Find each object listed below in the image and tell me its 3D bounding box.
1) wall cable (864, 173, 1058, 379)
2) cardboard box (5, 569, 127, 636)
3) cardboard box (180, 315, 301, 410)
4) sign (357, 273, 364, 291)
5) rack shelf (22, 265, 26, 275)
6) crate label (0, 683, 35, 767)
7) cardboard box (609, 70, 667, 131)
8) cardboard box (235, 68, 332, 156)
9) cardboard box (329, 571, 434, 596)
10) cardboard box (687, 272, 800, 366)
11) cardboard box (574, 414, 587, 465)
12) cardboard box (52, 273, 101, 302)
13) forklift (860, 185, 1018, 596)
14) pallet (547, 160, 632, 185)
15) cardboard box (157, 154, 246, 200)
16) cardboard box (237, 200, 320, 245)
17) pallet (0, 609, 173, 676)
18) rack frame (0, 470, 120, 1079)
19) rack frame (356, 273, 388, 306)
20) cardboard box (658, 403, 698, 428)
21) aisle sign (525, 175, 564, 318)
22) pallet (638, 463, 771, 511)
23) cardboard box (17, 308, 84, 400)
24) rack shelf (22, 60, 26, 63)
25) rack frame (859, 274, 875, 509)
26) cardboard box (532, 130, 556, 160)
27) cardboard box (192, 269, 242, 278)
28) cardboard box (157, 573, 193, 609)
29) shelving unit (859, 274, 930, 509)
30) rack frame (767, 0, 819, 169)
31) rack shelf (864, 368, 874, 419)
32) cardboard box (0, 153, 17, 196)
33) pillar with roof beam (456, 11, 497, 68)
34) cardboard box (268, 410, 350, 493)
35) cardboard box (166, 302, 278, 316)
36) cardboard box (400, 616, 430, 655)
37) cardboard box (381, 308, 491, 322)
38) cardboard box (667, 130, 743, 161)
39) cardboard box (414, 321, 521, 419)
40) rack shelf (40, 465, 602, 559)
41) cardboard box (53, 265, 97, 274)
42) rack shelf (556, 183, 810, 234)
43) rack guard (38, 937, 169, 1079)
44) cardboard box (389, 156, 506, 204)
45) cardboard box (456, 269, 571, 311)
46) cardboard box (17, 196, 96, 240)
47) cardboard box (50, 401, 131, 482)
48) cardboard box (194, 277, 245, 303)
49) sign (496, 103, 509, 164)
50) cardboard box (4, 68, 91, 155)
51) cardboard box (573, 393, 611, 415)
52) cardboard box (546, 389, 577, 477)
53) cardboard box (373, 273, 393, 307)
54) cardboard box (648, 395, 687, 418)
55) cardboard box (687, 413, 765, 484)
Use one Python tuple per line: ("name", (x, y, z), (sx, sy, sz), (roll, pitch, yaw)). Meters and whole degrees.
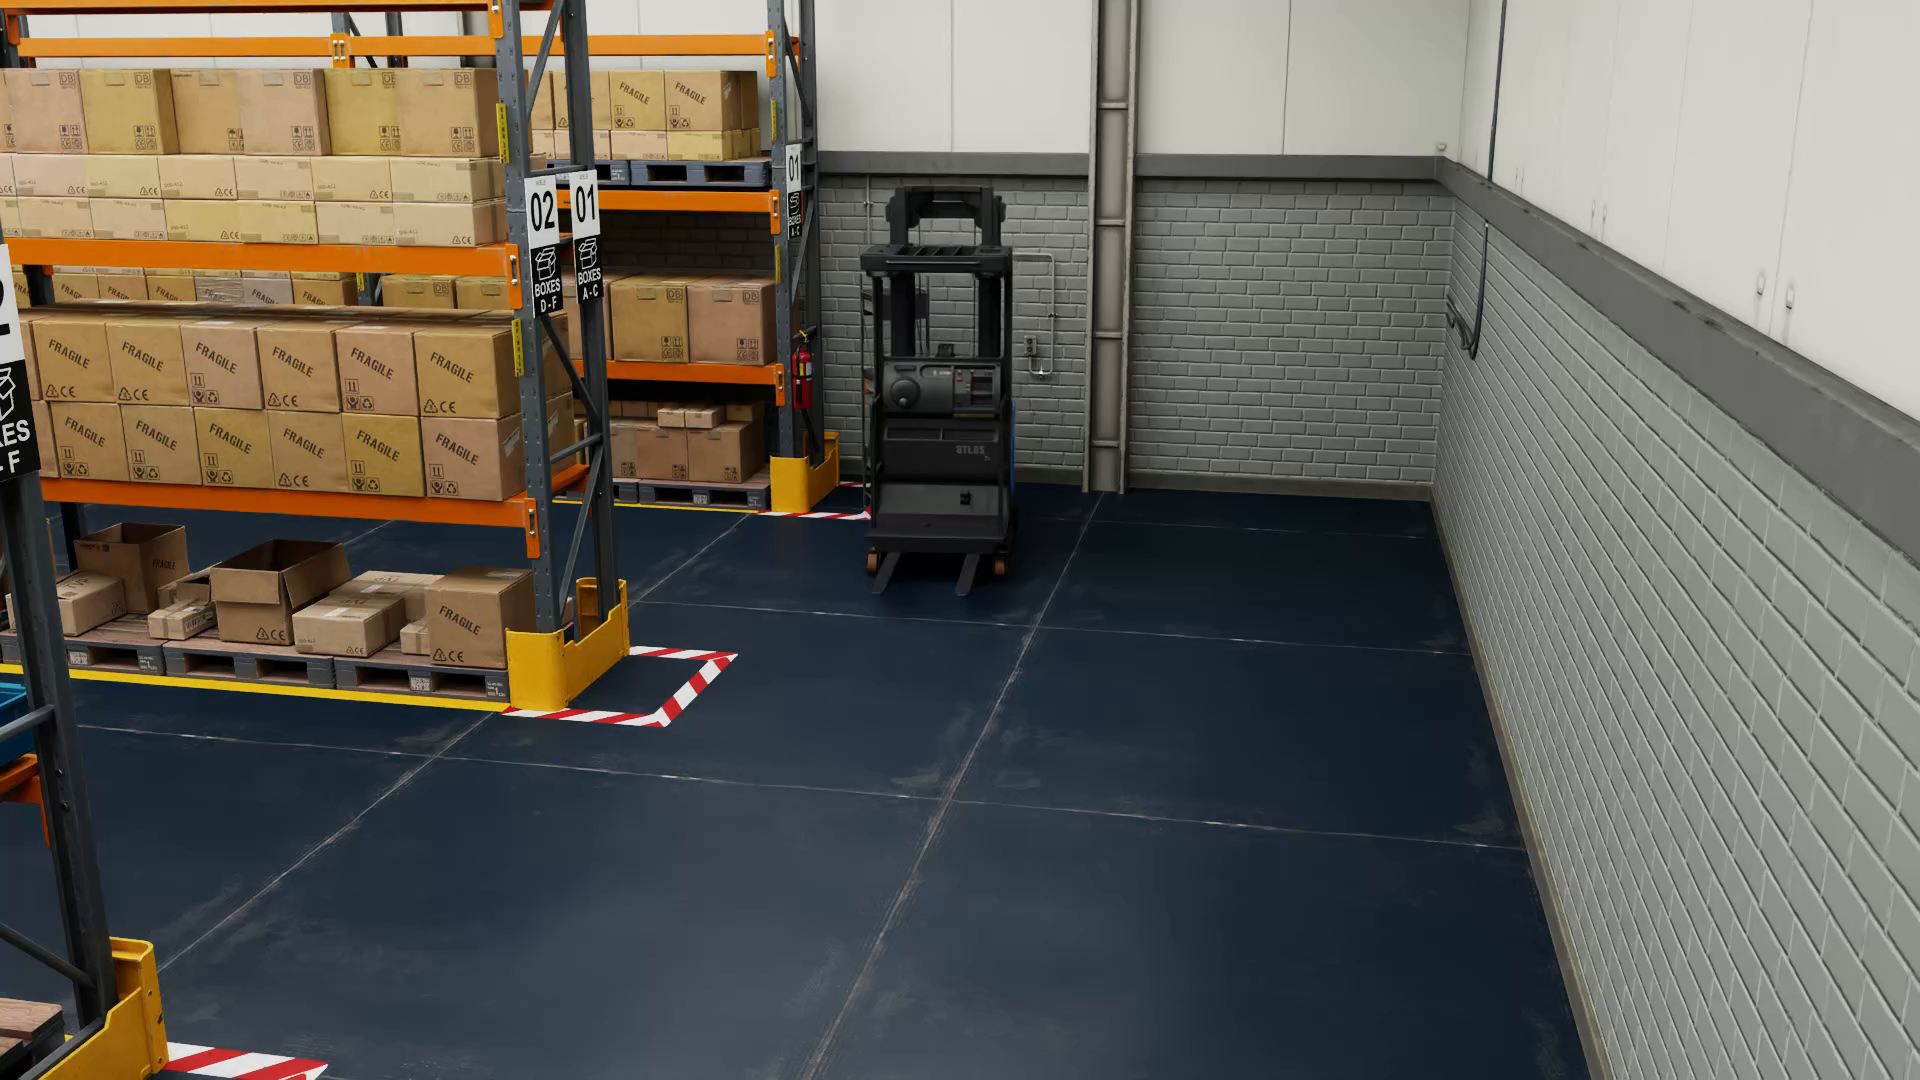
("wall cable", (-0.002, -2.512, 15.539), (1.851, 1.984, 0.084), (3, 16, 11))
("cardboard box", (-5.980, 0.403, 11.131), (0.500, 0.311, 0.500), (3, 16, 11))
("cardboard box", (-4.427, -1.109, 10.317), (0.500, 0.500, 0.500), (4, 16, 13))
("sign", (-5.463, -2.433, 15.137), (0.005, 0.325, 0.100), (3, 16, 11))
("rack shelf", (-8.308, -1.965, 11.196), (4.000, 0.370, 1.077), (3, 16, 11))
("crate label", (-3.596, 0.701, 6.043), (0.303, 0.233, 0.416), (3, 16, 11))
("cardboard box", (-2.705, -3.825, 14.466), (0.500, 0.500, 0.500), (4, 16, 13))
("cardboard box", (-3.920, -2.593, 10.055), (0.500, 0.500, 0.700), (3, 16, 11))
("cardboard box", (-3.885, 0.410, 11.221), (0.500, 0.250, 0.500), (3, 16, 11))
("cardboard box", (-1.947, -2.012, 15.075), (0.700, 0.700, 0.980), (4, 16, 14))
("cardboard box", (-3.658, -0.932, 15.632), (0.500, 0.500, 0.700), (3, 16, 12))
("cardboard box", (-8.348, -2.347, 16.063), (0.500, 0.500, 0.500), (4, 16, 13))
("forklift", (-0.157, -1.216, 12.892), (1.130, 2.935, 3.031), (1, 16, 5))
("pallet", (-3.373, -3.347, 15.003), (1.213, 0.211, 1.003), (3, 16, 11))
("cardboard box", (-4.453, -2.201, 10.044), (0.500, 0.250, 0.500), (3, 16, 11))
("cardboard box", (-3.965, -1.931, 10.007), (0.500, 0.250, 0.500), (3, 16, 11))
("pallet", (-5.676, 0.621, 11.356), (1.213, 0.211, 1.003), (3, 16, 11))
("rack frame", (-3.419, 0.749, 5.671), (0.127, 3.000, 1.000), (3, 16, 11))
("rack frame", (-5.365, -2.056, 15.795), (0.127, 3.000, 1.000), (3, 16, 11))
("cardboard box", (-2.564, -1.137, 15.159), (0.250, 0.149, 0.380), (4, 16, 13))
("aisle sign", (-2.423, -1.716, 9.698), (0.004, 0.787, 0.394), (3, 16, 11))
("pallet", (-2.244, -0.521, 15.479), (1.213, 0.211, 1.003), (3, 16, 11))
("cardboard box", (-5.943, -1.191, 10.613), (0.500, 0.500, 0.500), (4, 16, 13))
("rack shelf", (-11.245, -4.727, 16.296), (4.000, 0.370, 1.077), (3, 16, 11))
("rack frame", (-0.798, -1.267, 14.632), (0.015, 2.100, 0.400), (-6, 17, -21))
("cardboard box", (-3.740, -3.518, 14.761), (0.500, 0.250, 0.500), (3, 16, 10))
("cardboard box", (-6.873, -2.633, 15.693), (0.500, 0.250, 0.500), (3, 16, 12))
("cardboard box", (-5.354, 0.362, 11.581), (0.250, 0.149, 0.380), (3, 16, 11))
("shelving unit", (-0.572, -1.291, 14.719), (0.503, 2.100, 0.431), (-6, 17, -21))
("rack frame", (-1.445, -4.734, 14.226), (0.127, 3.000, 1.000), (3, 16, 11))
("rack shelf", (-0.572, -1.278, 14.722), (0.480, 0.518, 0.431), (-6, 17, -21))
("cardboard box", (-5.921, -2.283, 10.341), (0.500, 0.250, 0.500), (3, 16, 11))
("pillar with roof beam", (-5.364, -4.010, 11.611), (0.400, 9.000, 9.100), (3, 16, 11))
("cardboard box", (-3.919, -0.603, 10.361), (0.500, 0.500, 0.500), (3, 16, 12))
("cardboard box", (-4.805, -1.277, 10.924), (0.500, 0.500, 0.500), (3, 16, 12))
("cardboard box", (-3.389, 0.597, 10.702), (0.250, 0.166, 0.380), (3, 16, 11))
("cardboard box", (-3.325, -1.196, 10.629), (0.500, 0.500, 0.500), (3, 16, 12))
("cardboard box", (-2.216, -3.437, 14.467), (0.500, 0.250, 0.500), (4, 16, 13))
("cardboard box", (-2.920, -1.029, 10.027), (0.500, 0.500, 0.500), (3, 16, 11))
("rack shelf", (-4.388, -0.307, 10.828), (4.000, 0.370, 1.077), (3, 16, 11))
("cardboard box", (-8.364, -2.711, 15.974), (0.500, 0.250, 0.500), (3, 16, 10))
("rack shelf", (-3.405, -3.048, 15.106), (4.000, 0.370, 1.077), (3, 16, 11))
("rack guard", (-3.393, 1.951, 6.012), (0.348, 0.500, 1.175), (3, 16, 11))
("cardboard box", (-2.983, -2.122, 9.759), (0.500, 0.250, 0.500), (3, 16, 11))
("cardboard box", (-4.122, -2.127, 15.490), (0.700, 0.700, 0.980), (3, 16, 10))
("cardboard box", (-5.432, -2.015, 10.309), (0.500, 0.250, 0.500), (3, 16, 11))
("cardboard box", (-5.401, -0.683, 10.652), (0.500, 0.500, 0.500), (3, 16, 12))
("cardboard box", (-6.860, -2.269, 15.783), (0.500, 0.500, 0.500), (3, 16, 11))
("sign", (-2.559, -2.275, 9.309), (0.005, 0.325, 0.100), (3, 16, 11))
("cardboard box", (-5.403, -2.656, 10.282), (0.500, 0.500, 0.700), (3, 16, 11))
("cardboard box", (-3.479, -1.291, 15.714), (0.250, 0.149, 0.380), (3, 16, 10))
("cardboard box", (-2.811, -0.688, 10.669), (0.500, 0.500, 0.500), (3, 16, 12))
("cardboard box", (-5.765, -2.347, 16.066), (0.500, 0.500, 0.500), (3, 16, 9))
("cardboard box", (-2.730, -1.250, 15.568), (0.250, 0.149, 0.380), (3, 16, 12))
("cardboard box", (-2.151, -0.852, 15.344), (0.500, 0.500, 0.700), (3, 16, 11))
